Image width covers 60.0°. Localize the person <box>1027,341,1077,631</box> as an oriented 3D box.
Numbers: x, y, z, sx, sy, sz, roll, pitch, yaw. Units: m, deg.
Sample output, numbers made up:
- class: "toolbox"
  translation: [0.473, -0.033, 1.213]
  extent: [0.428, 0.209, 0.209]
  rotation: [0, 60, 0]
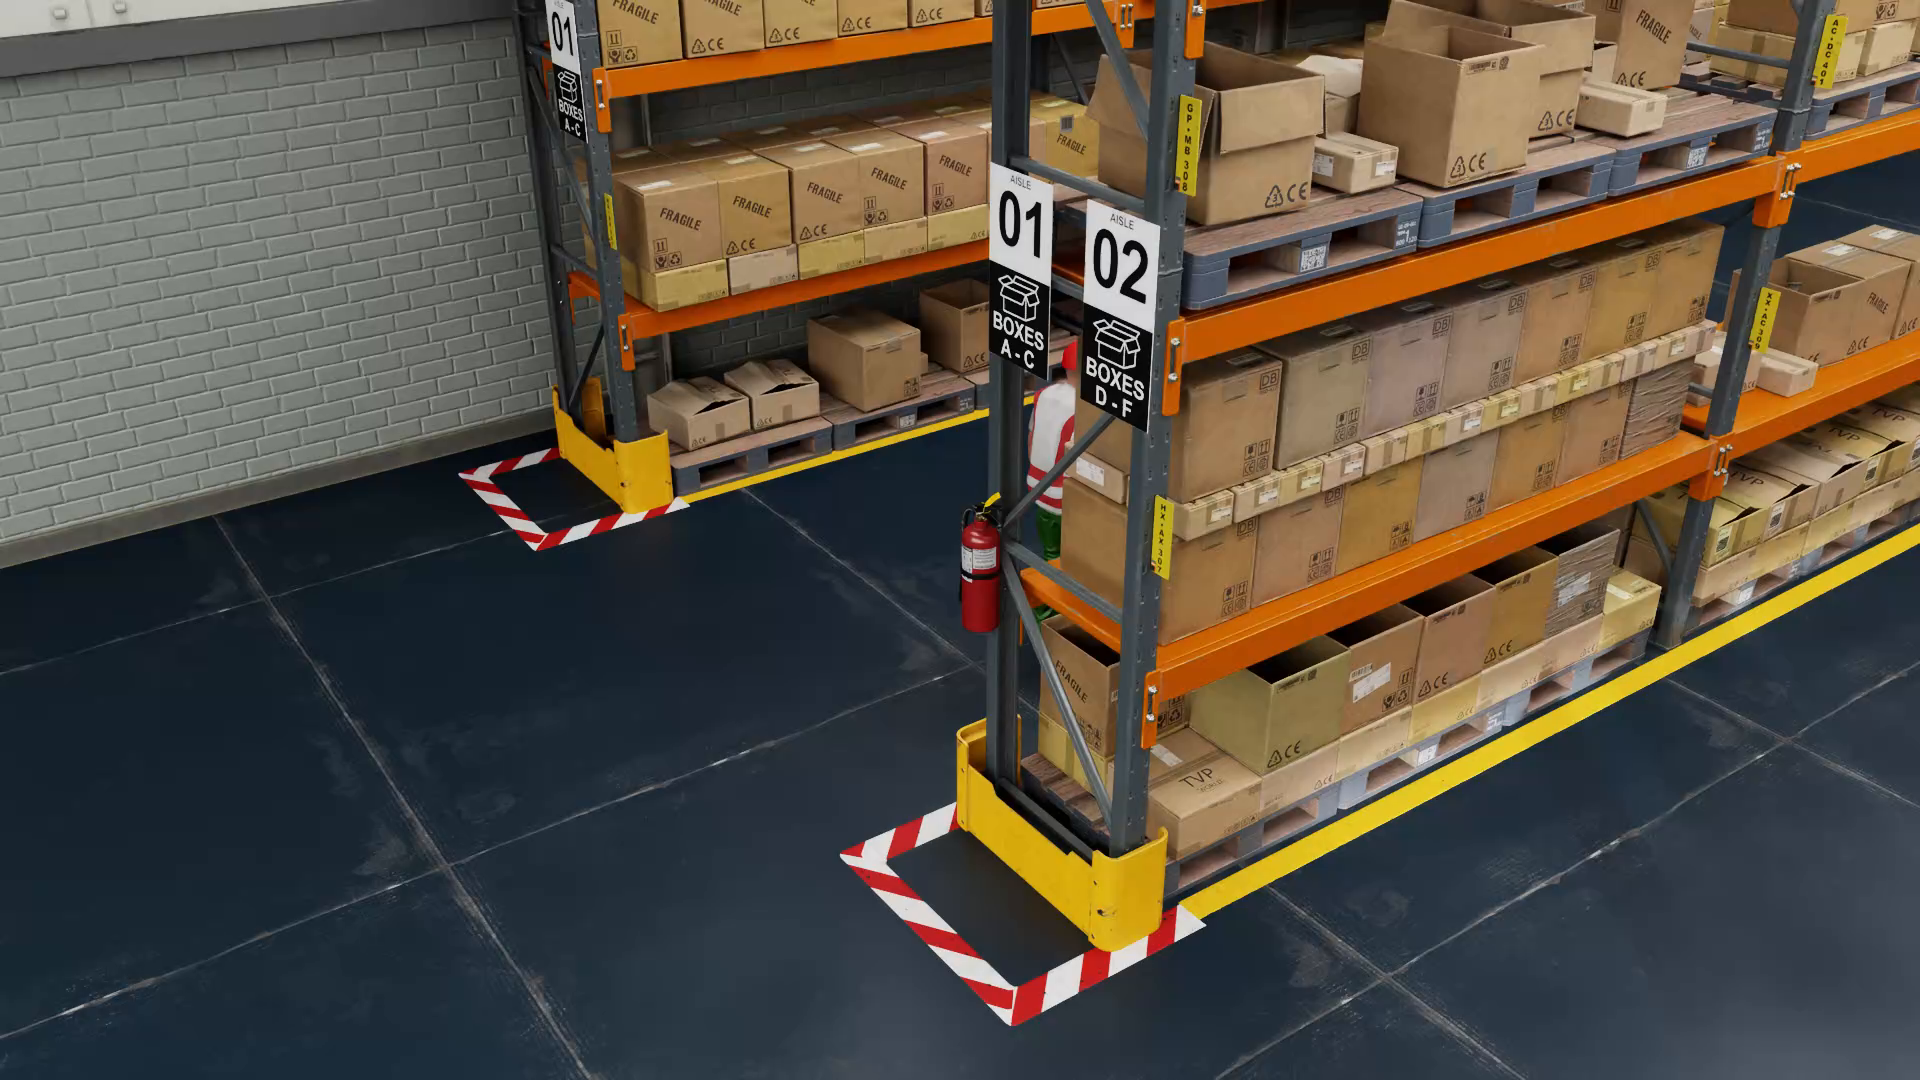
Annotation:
- class: "person"
  translation: [0.608, -0.235, 9.044]
  extent: [0.456, 1.779, 0.613]
  rotation: [-19, 34, -31]
